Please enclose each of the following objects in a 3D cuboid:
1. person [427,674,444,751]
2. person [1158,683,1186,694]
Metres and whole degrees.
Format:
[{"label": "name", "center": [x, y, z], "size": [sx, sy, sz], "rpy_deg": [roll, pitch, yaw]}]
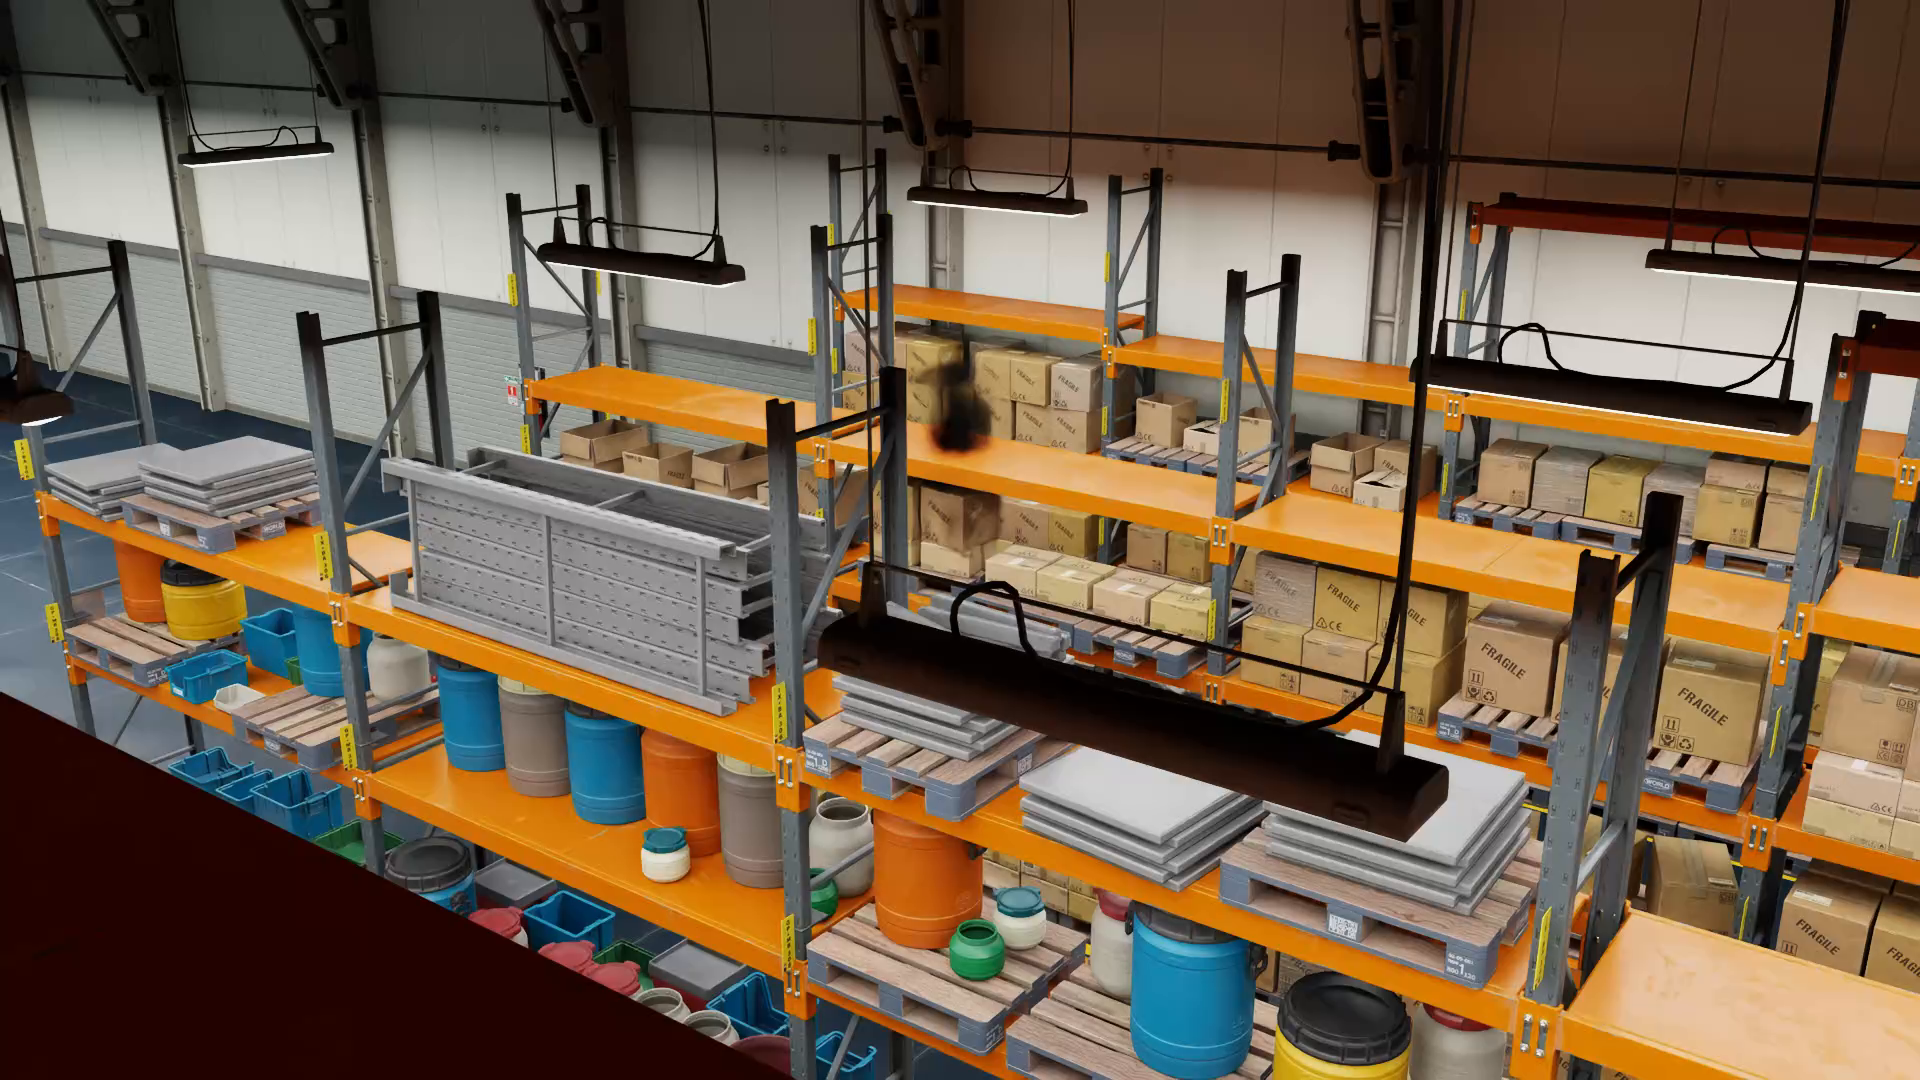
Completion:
[{"label": "person", "center": [-5.183, 1.958, 16.622], "size": [0.731, 1.666, 0.647], "rpy_deg": [1, 18, 2]}, {"label": "person", "center": [2.026, 2.122, 16.170], "size": [0.715, 1.743, 0.574], "rpy_deg": [12, 22, 32]}]
